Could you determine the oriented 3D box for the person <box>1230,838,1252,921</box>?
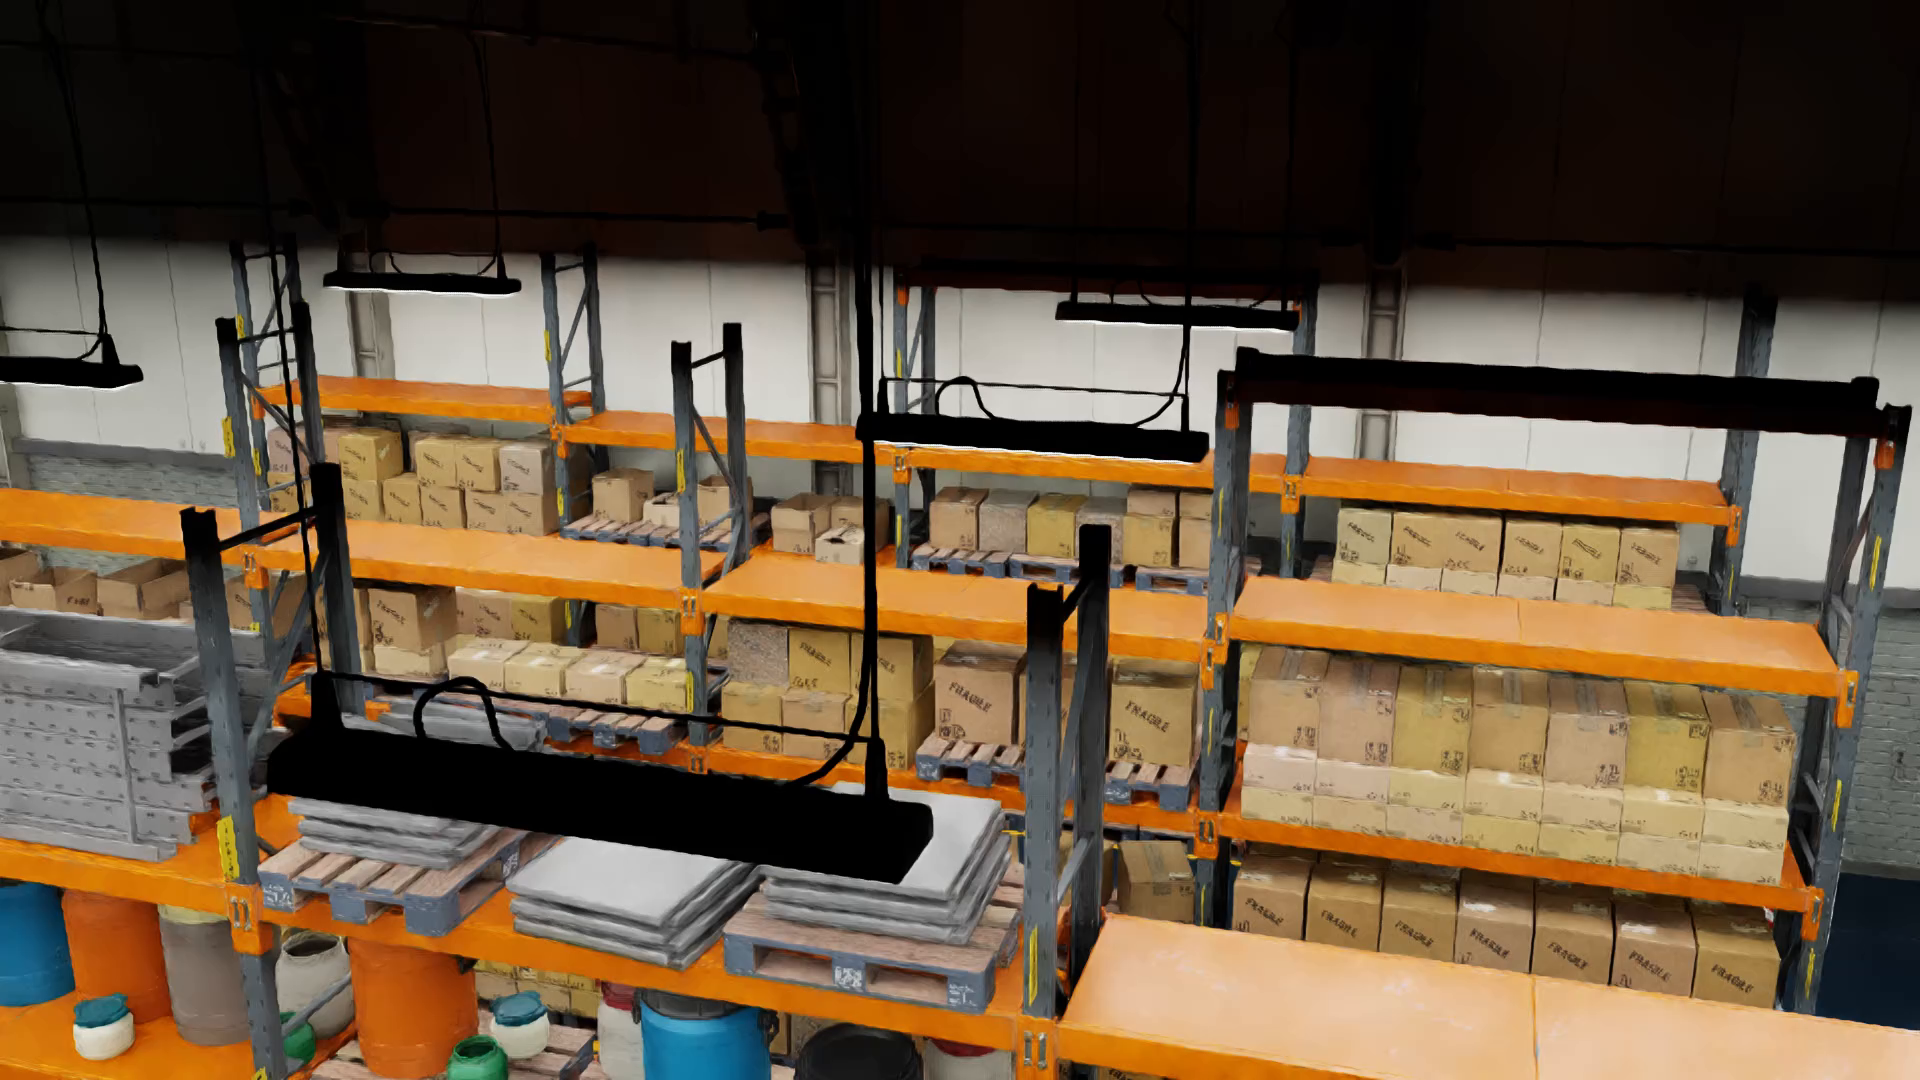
[{"bbox_3d":[2.915,2.814,15.714,0.648,1.788,0.525,0,16,1],"label":"person"}]
